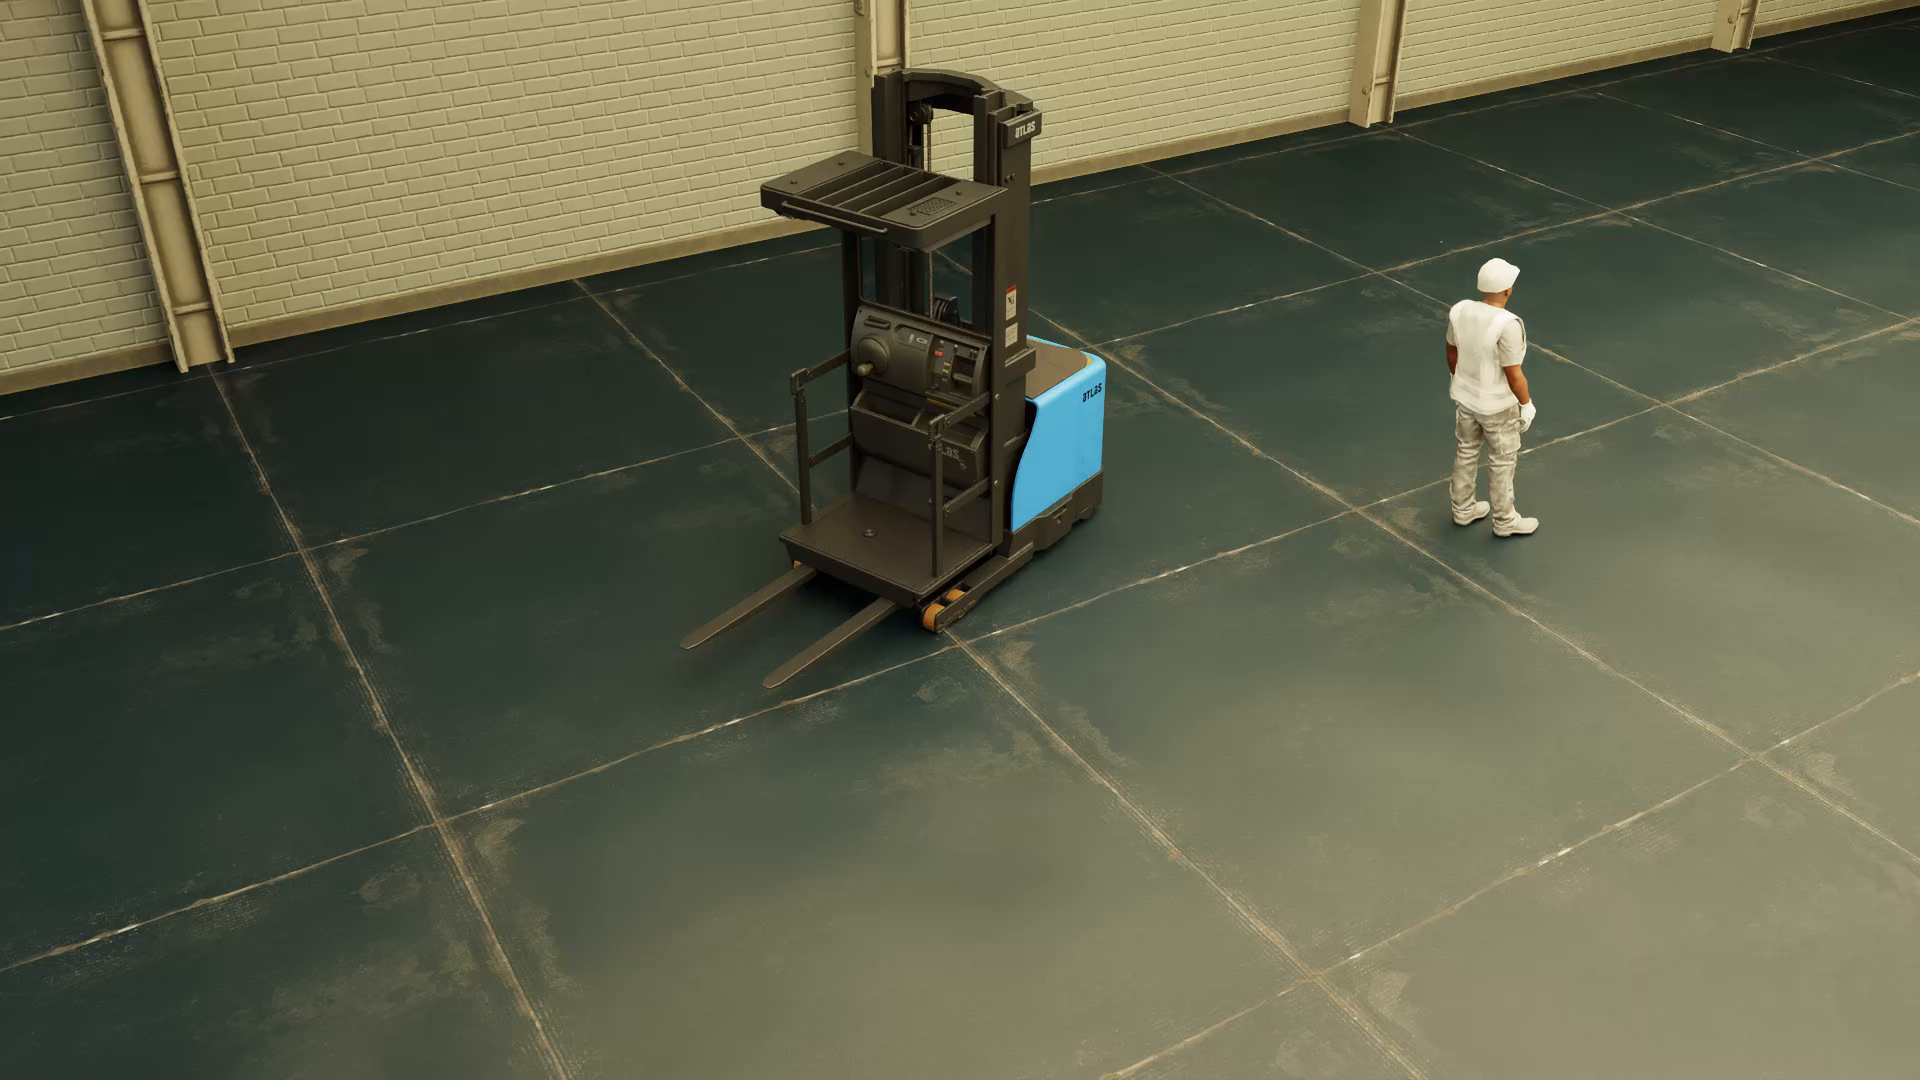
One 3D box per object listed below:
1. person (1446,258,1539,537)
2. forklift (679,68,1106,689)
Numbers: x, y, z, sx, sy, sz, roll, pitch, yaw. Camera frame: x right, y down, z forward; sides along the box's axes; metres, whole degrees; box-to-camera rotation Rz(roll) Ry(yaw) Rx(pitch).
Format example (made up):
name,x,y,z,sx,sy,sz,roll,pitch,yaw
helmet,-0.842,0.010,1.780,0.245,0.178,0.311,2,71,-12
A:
name,x,y,z,sx,sy,sz,roll,pitch,yaw
person,3.301,-0.895,10.245,0.575,1.785,0.656,-16,34,-24
forklift,-0.365,-1.007,9.329,1.130,2.935,3.031,21,37,31
